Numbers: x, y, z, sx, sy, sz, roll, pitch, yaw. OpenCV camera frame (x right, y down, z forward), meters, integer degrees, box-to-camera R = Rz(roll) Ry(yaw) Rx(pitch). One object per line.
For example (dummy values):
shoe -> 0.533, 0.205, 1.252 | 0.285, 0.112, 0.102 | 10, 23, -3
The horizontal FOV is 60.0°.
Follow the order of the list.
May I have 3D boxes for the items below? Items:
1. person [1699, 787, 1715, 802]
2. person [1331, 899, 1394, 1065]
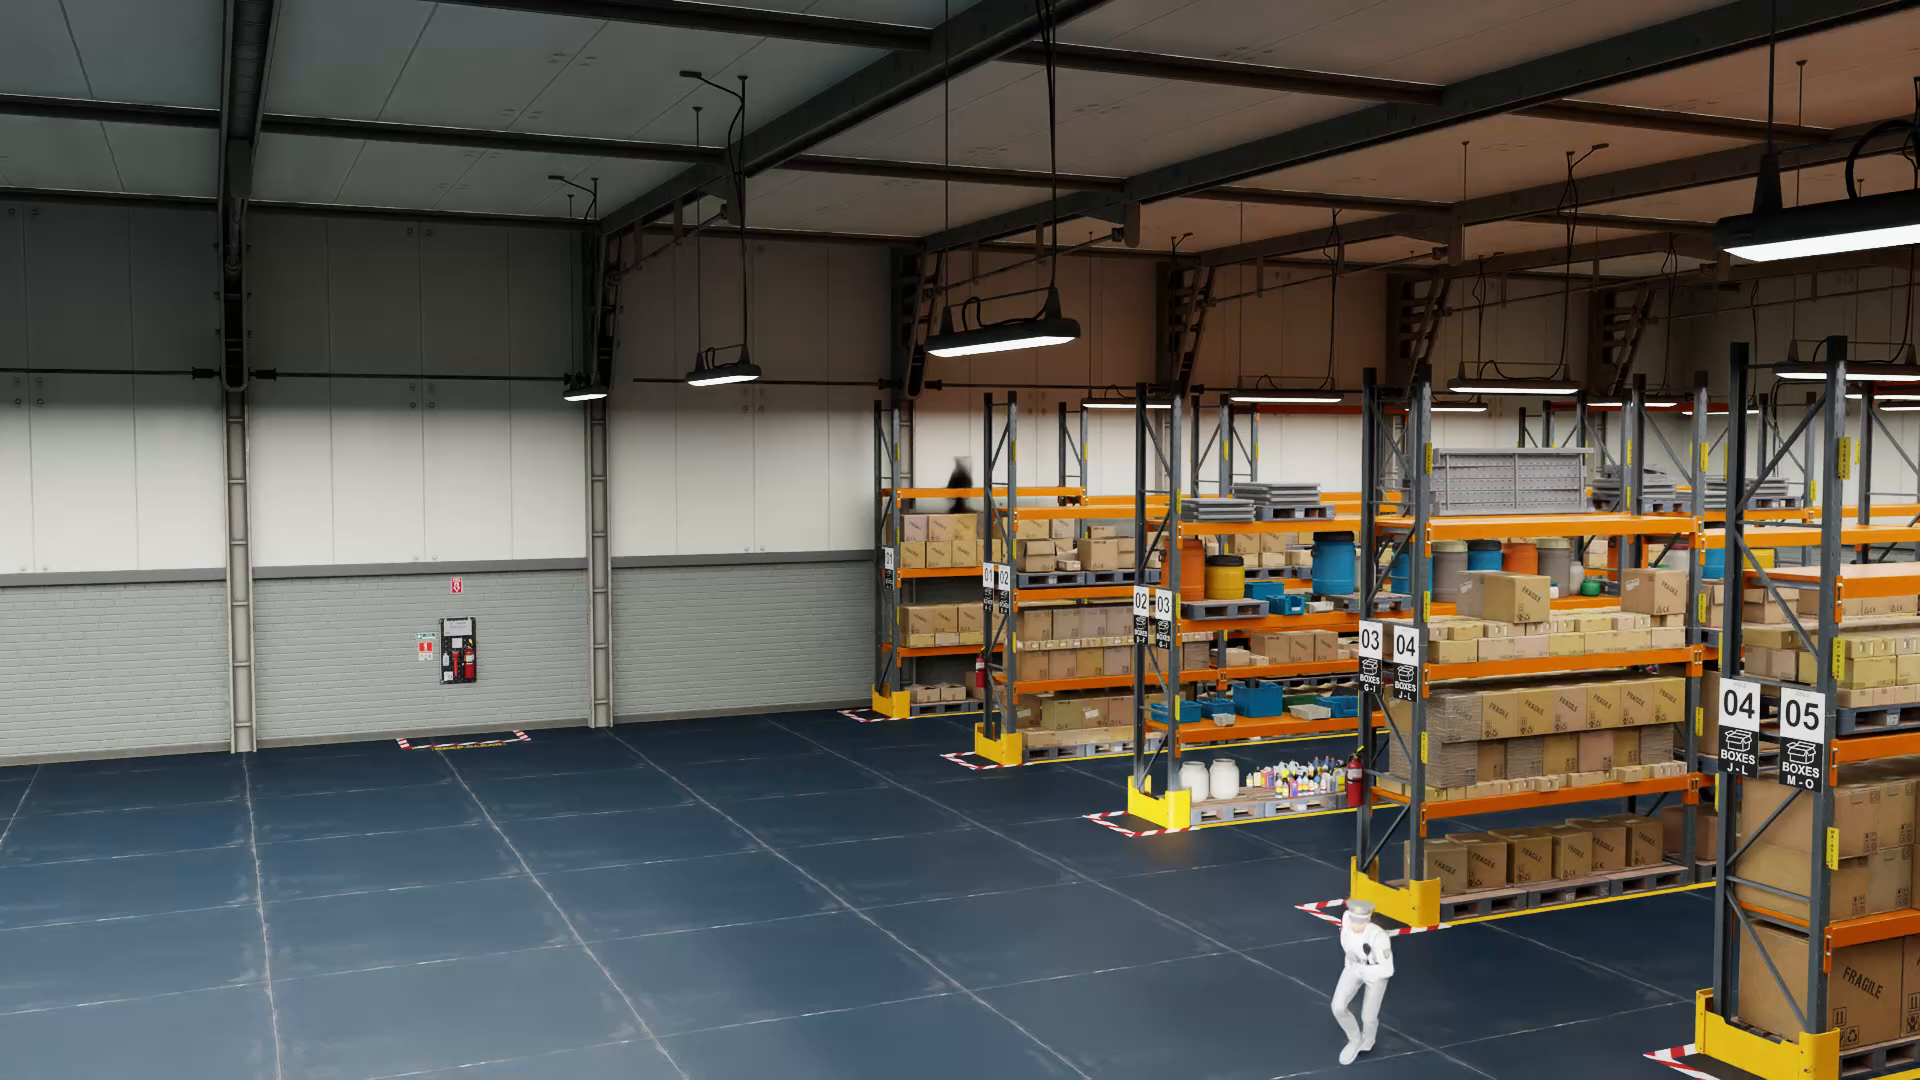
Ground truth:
person -> 10.002, 3.049, 22.434 | 0.901, 1.679, 0.622 | -1, 4, -19
person -> 3.362, 3.623, 13.715 | 0.562, 1.434, 1.011 | 2, 4, 32
